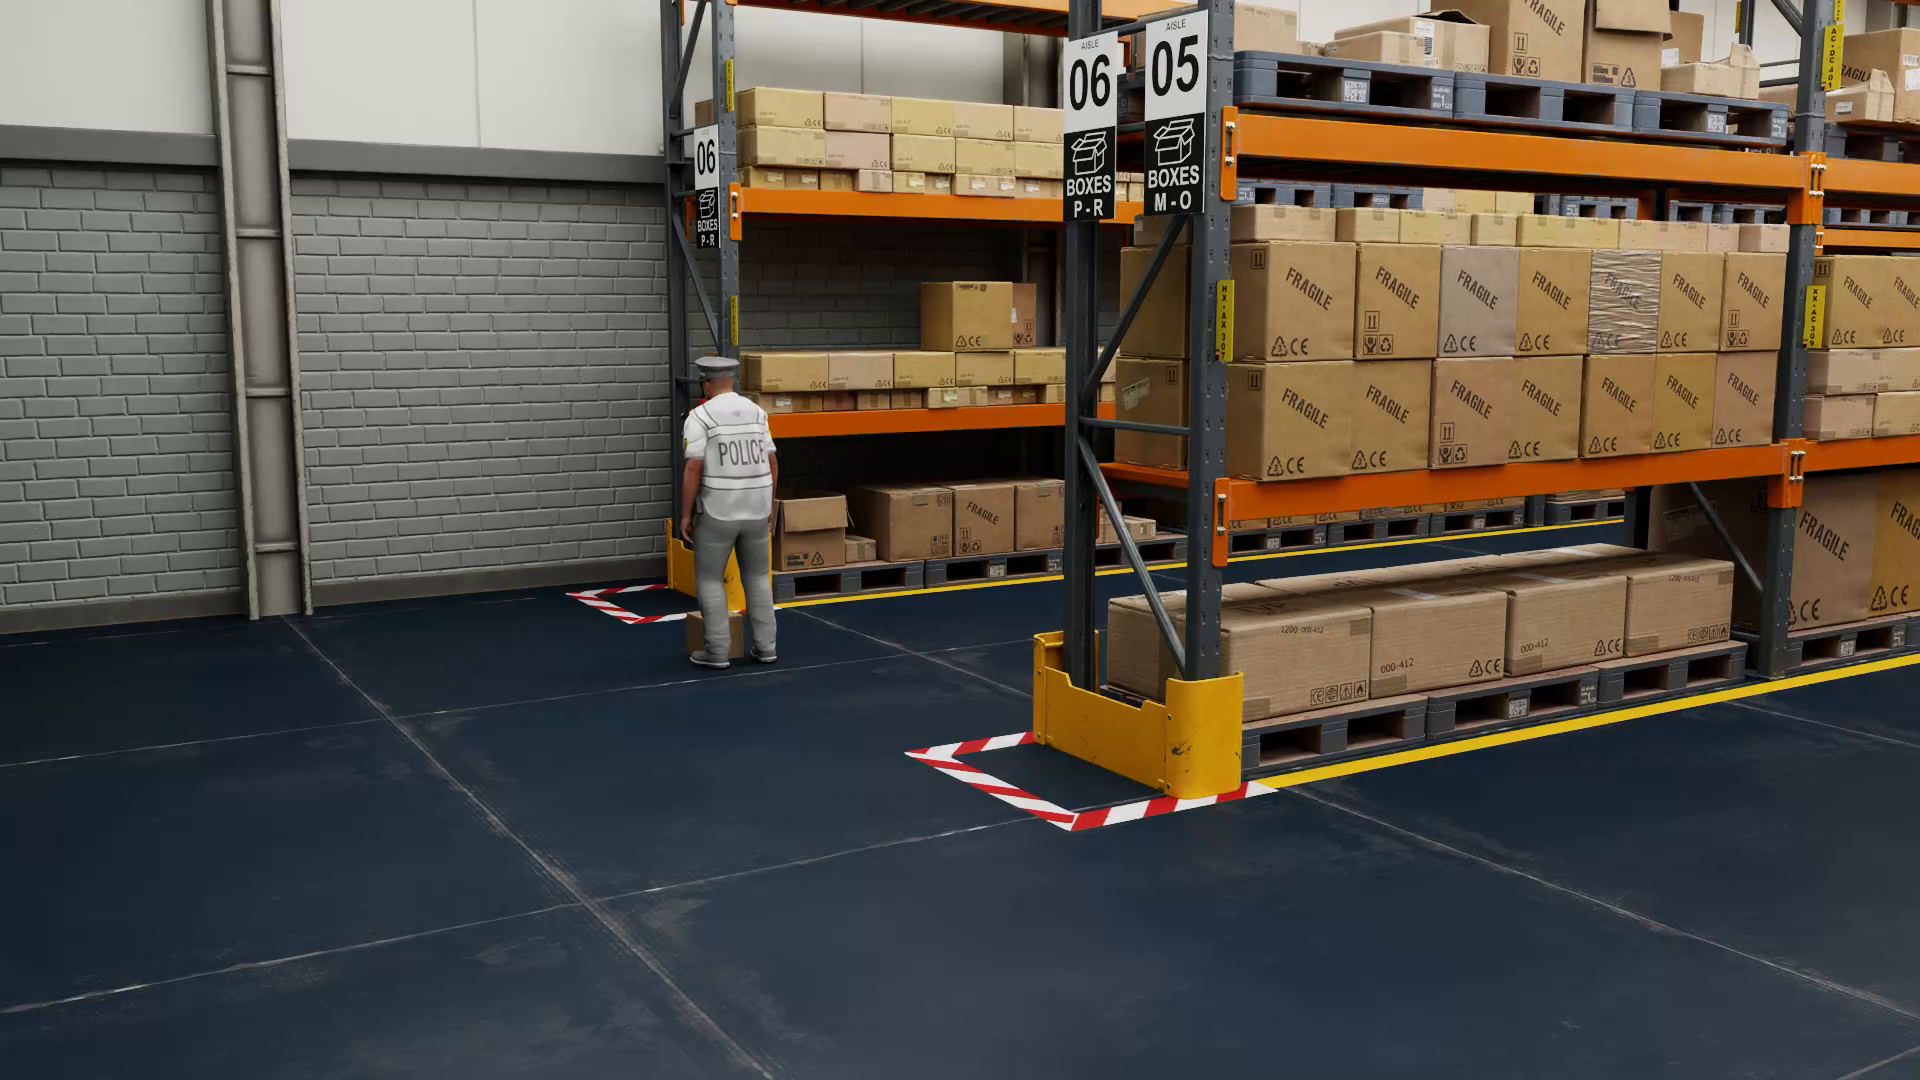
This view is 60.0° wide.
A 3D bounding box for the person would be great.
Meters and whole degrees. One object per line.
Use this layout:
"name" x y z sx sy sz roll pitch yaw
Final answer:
"person" -1.293 -0.156 9.391 0.606 1.749 0.447 -6 10 -34
